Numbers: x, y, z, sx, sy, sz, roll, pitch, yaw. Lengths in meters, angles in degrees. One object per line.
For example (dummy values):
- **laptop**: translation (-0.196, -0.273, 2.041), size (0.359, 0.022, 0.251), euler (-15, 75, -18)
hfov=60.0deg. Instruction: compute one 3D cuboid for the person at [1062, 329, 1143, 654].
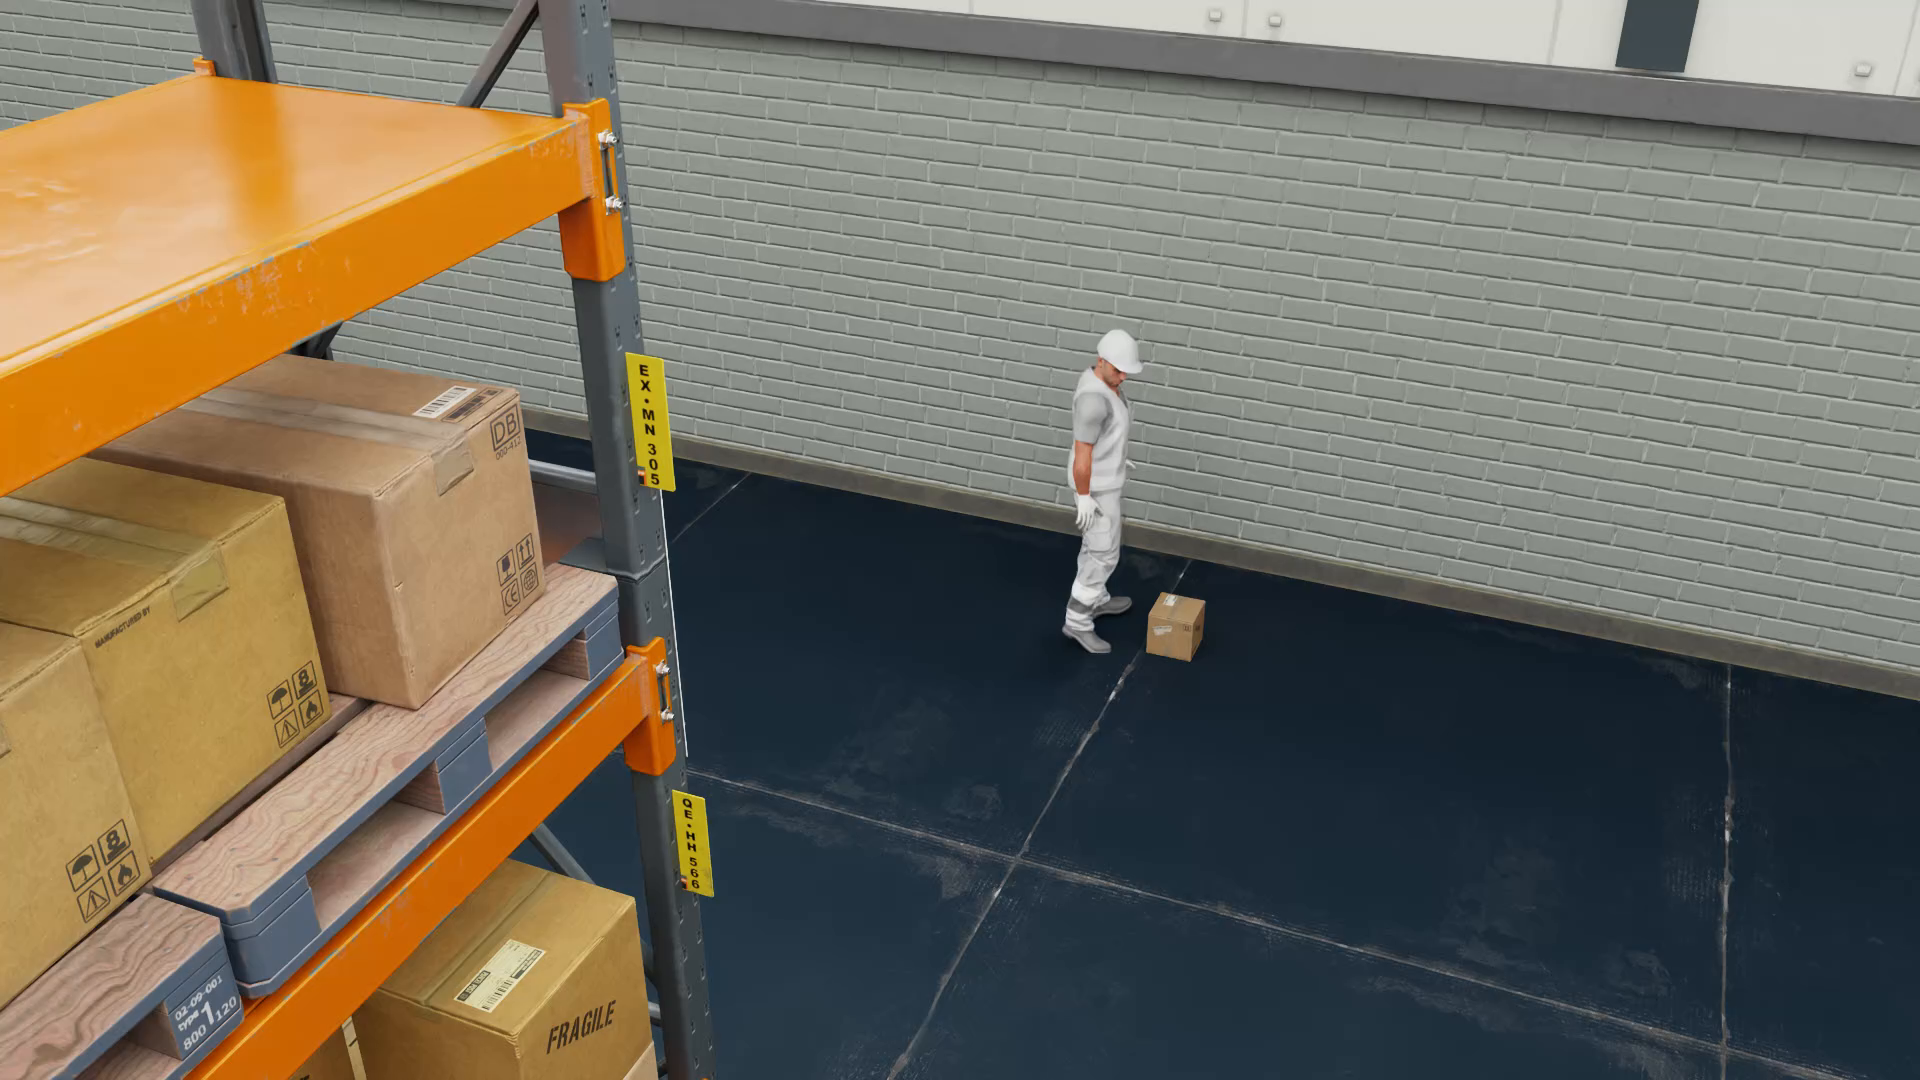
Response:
- **person**: translation (0.767, -0.298, 8.906), size (0.385, 1.803, 0.662), euler (3, 30, 6)
